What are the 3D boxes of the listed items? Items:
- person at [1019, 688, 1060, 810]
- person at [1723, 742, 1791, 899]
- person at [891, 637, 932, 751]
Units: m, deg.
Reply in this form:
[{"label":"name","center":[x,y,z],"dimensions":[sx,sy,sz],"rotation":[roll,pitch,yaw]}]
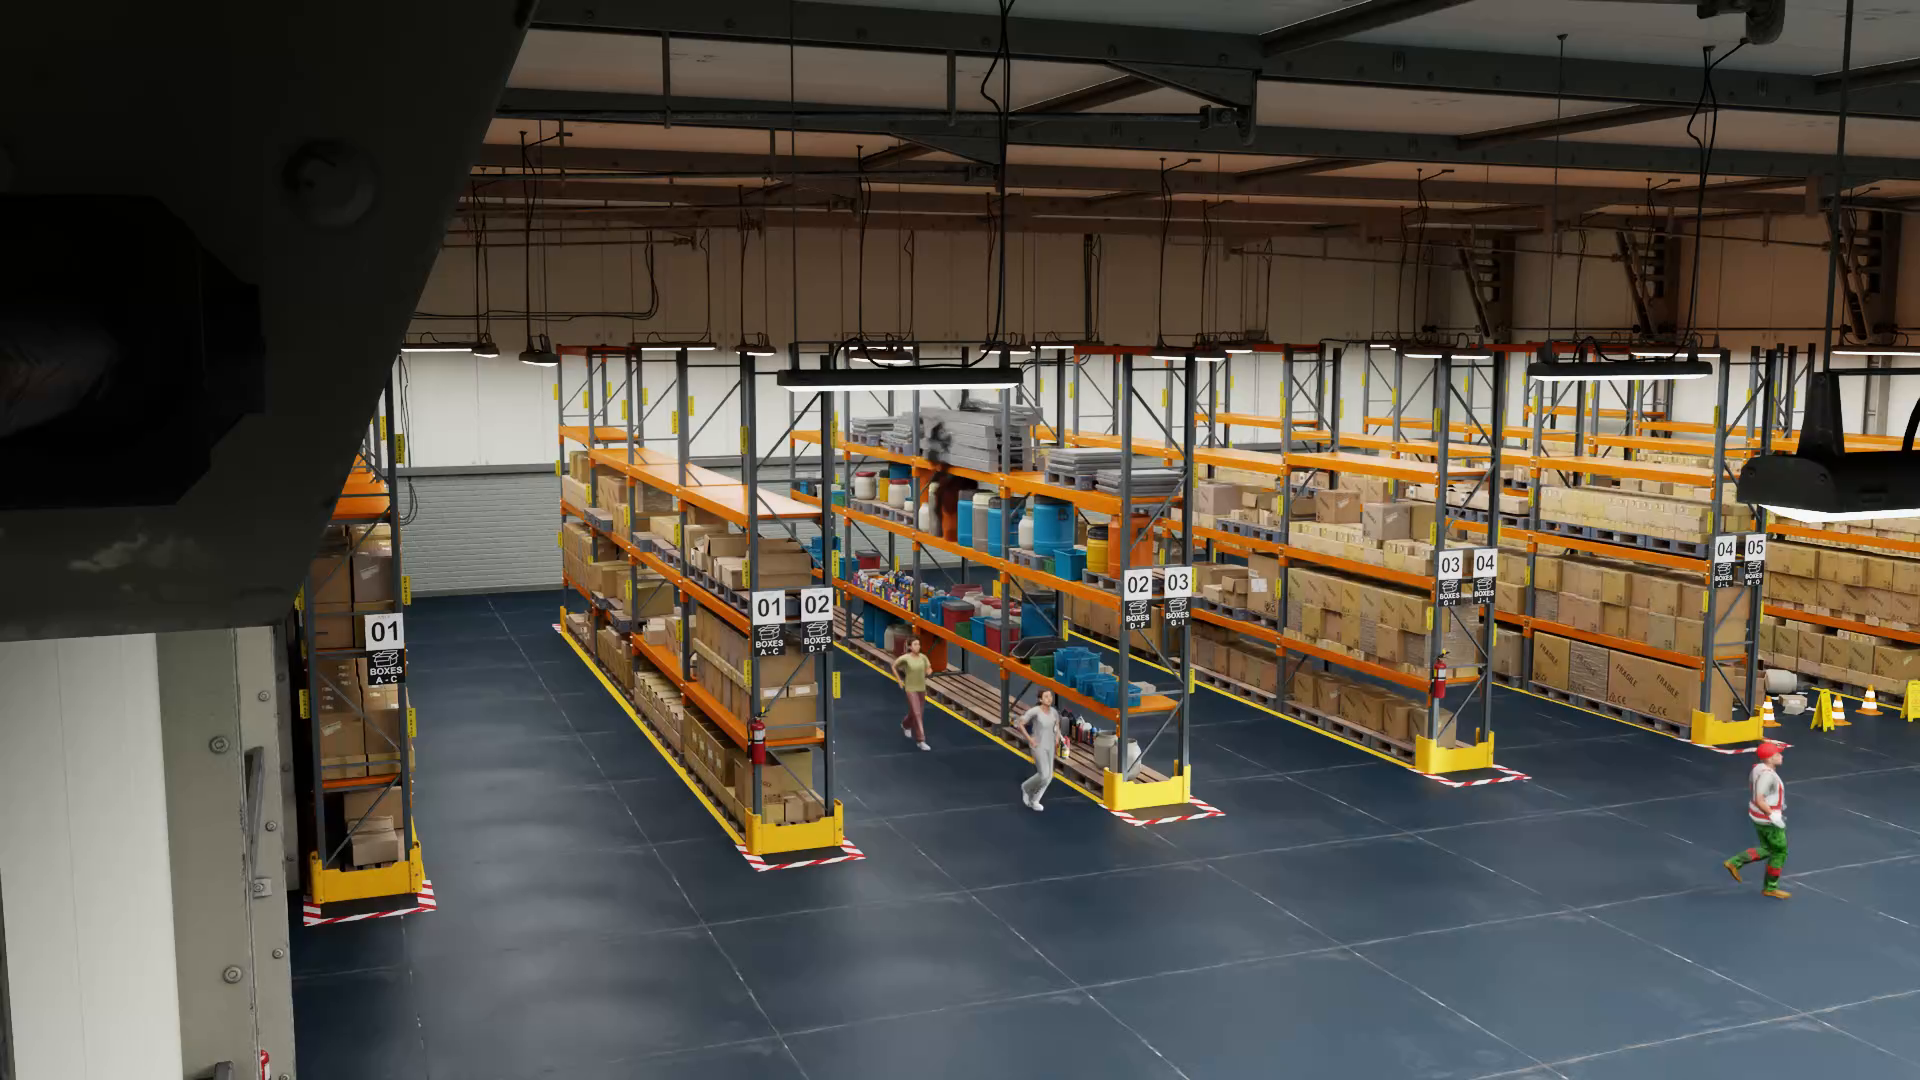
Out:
[{"label":"person","center":[1.102,2.750,21.900],"dimensions":[0.597,1.625,0.508],"rotation":[-5,9,-33]},{"label":"person","center":[8.944,3.117,18.578],"dimensions":[0.722,1.768,0.650],"rotation":[2,7,13]},{"label":"person","center":[-0.684,2.283,25.207],"dimensions":[0.574,1.655,0.969],"rotation":[-5,9,-33]}]
